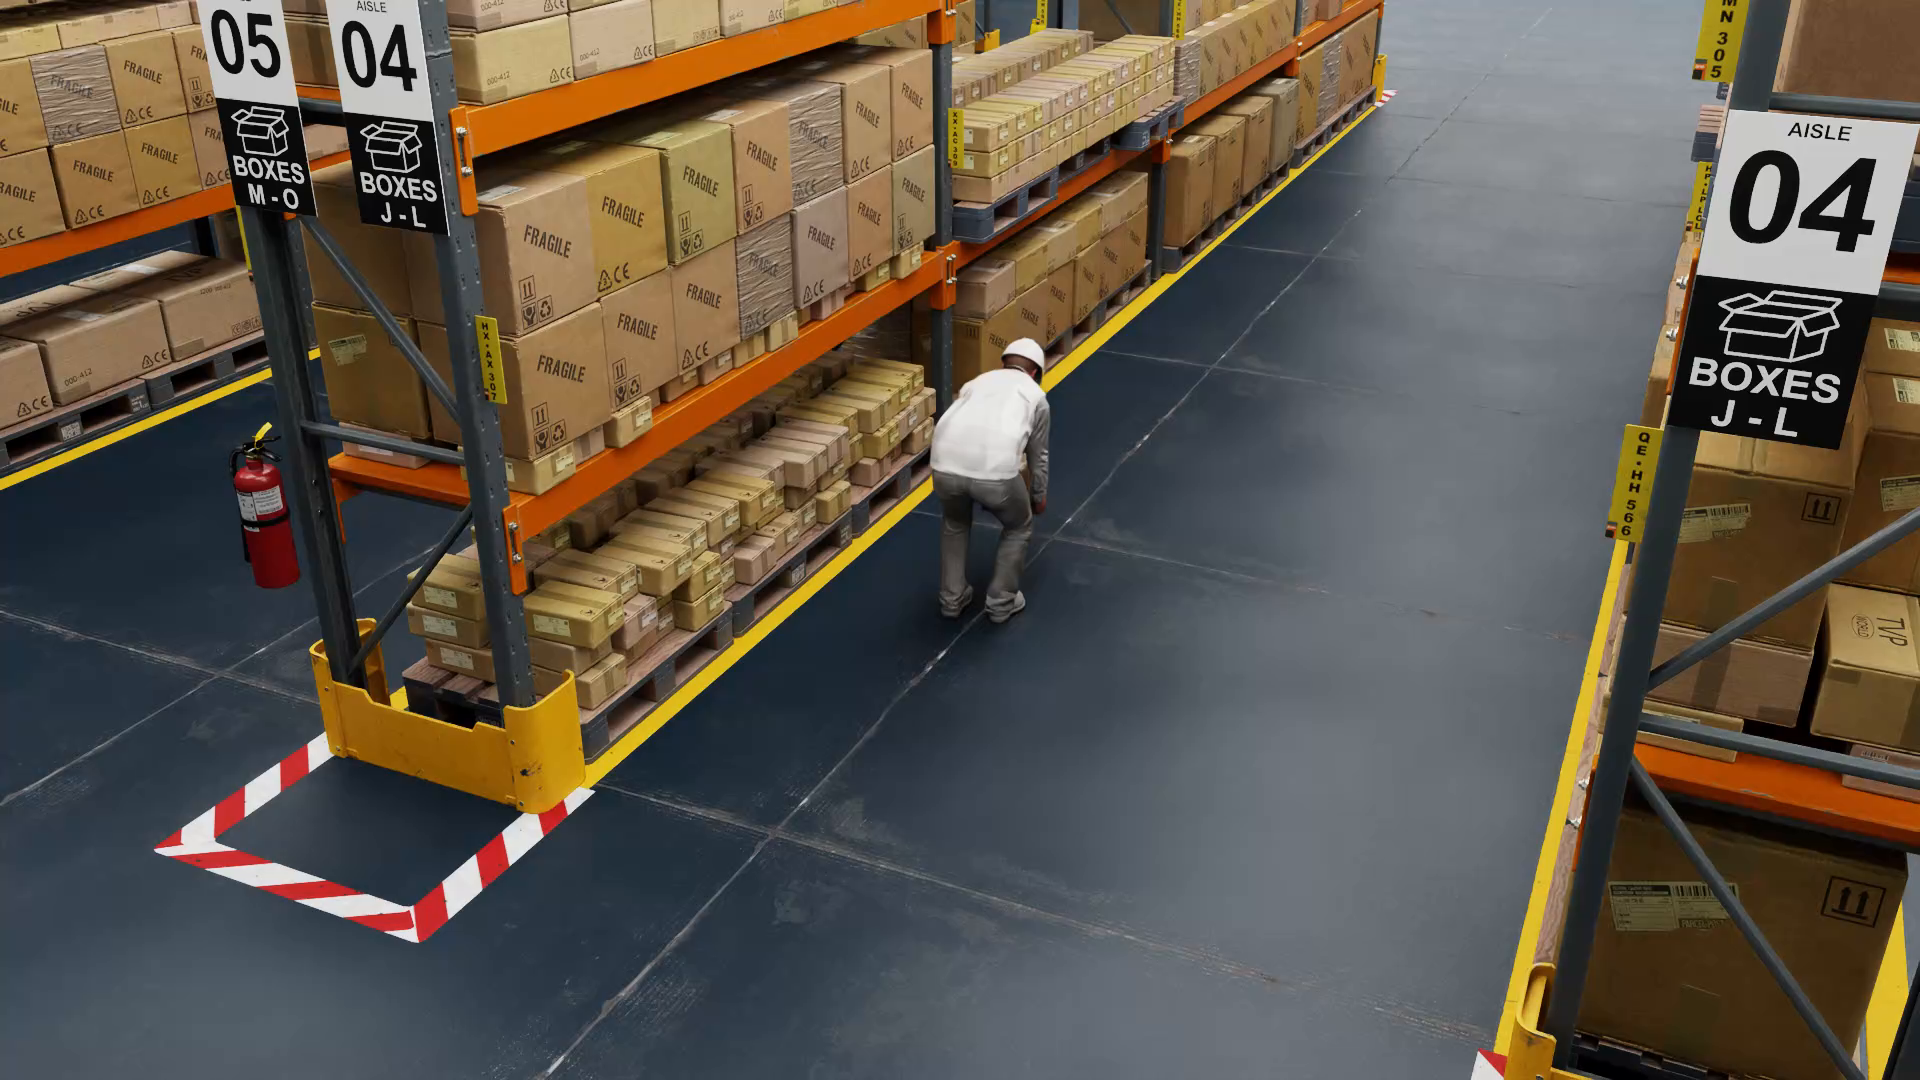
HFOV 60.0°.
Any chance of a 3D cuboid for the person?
[{"bbox_3d":[0.182,-0.288,8.269,0.468,1.253,0.968,10,28,20],"label":"person"}]
